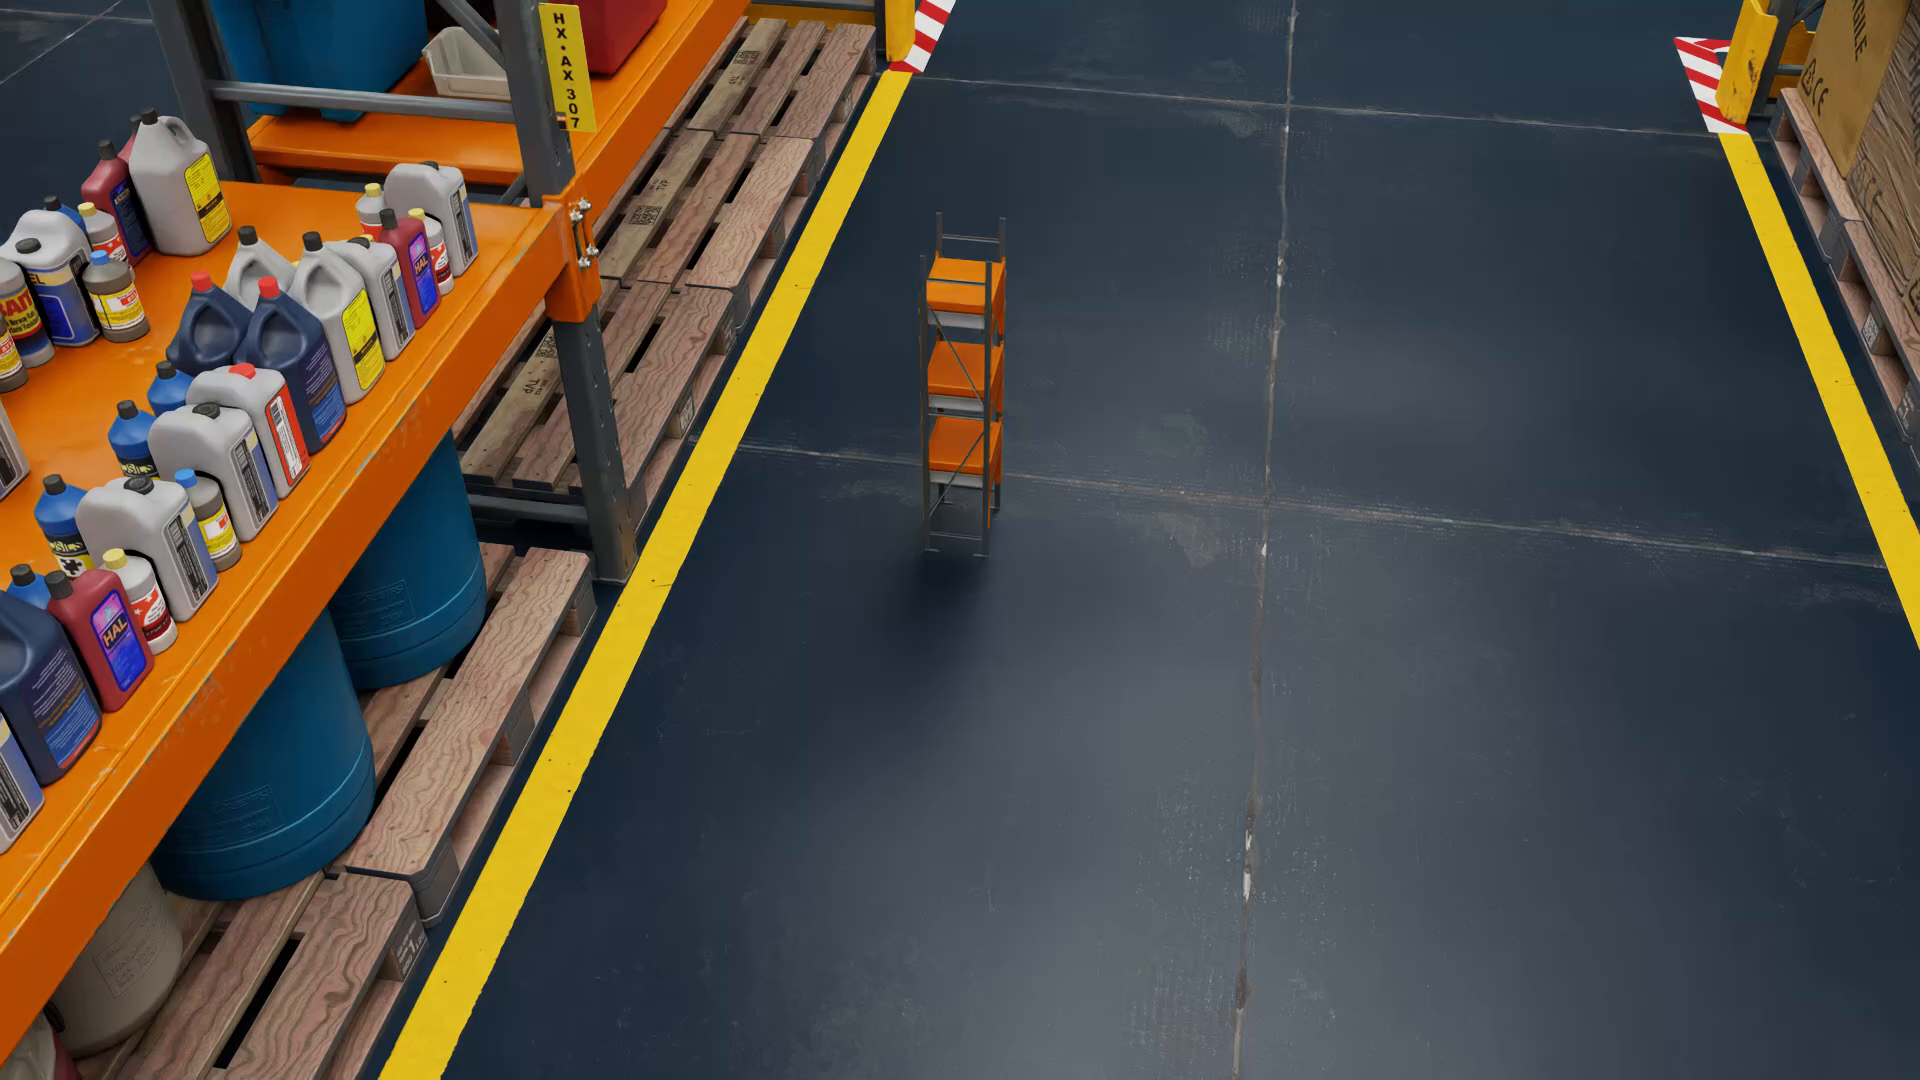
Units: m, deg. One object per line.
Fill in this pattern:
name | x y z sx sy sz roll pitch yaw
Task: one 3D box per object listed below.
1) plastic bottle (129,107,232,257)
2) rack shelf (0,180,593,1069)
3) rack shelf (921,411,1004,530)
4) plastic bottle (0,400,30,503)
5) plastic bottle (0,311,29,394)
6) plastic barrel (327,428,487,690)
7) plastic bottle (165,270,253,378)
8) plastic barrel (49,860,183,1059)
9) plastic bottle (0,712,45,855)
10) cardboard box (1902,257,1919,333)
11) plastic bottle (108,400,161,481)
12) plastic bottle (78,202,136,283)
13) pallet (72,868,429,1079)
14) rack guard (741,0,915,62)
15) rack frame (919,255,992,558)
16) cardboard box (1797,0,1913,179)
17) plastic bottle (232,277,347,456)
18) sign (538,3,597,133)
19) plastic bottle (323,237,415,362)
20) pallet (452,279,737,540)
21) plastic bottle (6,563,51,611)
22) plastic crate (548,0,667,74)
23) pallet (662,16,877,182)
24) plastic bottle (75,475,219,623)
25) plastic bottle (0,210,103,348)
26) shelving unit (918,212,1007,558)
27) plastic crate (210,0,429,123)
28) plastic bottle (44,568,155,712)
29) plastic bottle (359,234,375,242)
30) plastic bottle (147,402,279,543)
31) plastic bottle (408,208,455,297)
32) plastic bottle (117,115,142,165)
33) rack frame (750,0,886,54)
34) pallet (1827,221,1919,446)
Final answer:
plastic bottle | -1.888 -0.879 3.997 0.144 0.351 0.185 6 40 8
rack shelf | -1.847 0.424 2.947 1.077 0.370 4.000 6 40 8
rack shelf | 0.009 -0.216 5.140 0.215 0.259 0.240 6 40 8
plastic bottle | -1.967 -0.214 3.252 0.152 0.276 0.135 6 40 8
plastic bottle | -2.084 -0.423 3.563 0.097 0.201 0.097 0 40 0
plastic barrel | -1.612 -0.122 4.361 0.600 0.901 0.708 6 40 8
plastic bottle | -1.512 -0.376 3.390 0.144 0.351 0.185 6 40 8
plastic barrel | -1.920 0.817 3.530 0.421 0.512 0.421 0 40 0
plastic bottle | -1.560 0.344 2.578 0.152 0.276 0.135 6 40 8
cardboard box | 3.726 -0.875 5.293 0.875 0.875 0.875 6 40 8
plastic bottle | -1.551 -0.148 3.175 0.097 0.271 0.097 0 40 0
plastic bottle | -2.010 -0.690 3.887 0.097 0.201 0.097 0 40 0
pallet | -1.884 1.214 3.616 1.003 0.211 1.213 6 40 8
rack guard | -0.818 -2.672 8.089 1.175 0.500 0.348 6 40 8
rack frame | -0.012 -0.362 4.863 0.200 1.050 0.008 6 40 8
cardboard box | 4.037 -2.005 6.659 0.875 0.875 0.875 6 40 8
plastic bottle | -1.370 -0.360 3.370 0.144 0.351 0.185 6 40 8
sign | -0.960 -1.153 4.073 0.100 0.325 0.005 6 40 8
plastic bottle | -1.314 -0.548 3.656 0.152 0.276 0.135 6 40 8
pallet | -1.412 -0.499 5.688 1.003 0.211 1.213 6 40 8
plastic bottle | -1.541 0.153 2.812 0.097 0.271 0.097 0 40 0
plastic crate | -1.100 -1.689 4.841 0.402 0.464 0.583 6 40 8
pallet | -0.990 -2.031 7.540 1.003 0.211 1.213 6 40 8
plastic bottle | -1.465 -0.002 2.995 0.152 0.276 0.135 6 40 8
plastic bottle | -2.020 -0.582 3.698 0.152 0.276 0.135 6 40 8
shelving unit | 0.009 -0.438 4.956 0.215 1.050 0.252 6 40 8
plastic crate | -1.756 -1.456 4.622 0.392 0.384 0.575 6 40 8
plastic bottle | -1.460 0.146 2.811 0.061 0.283 0.133 6 40 8
plastic bottle | -1.327 -0.596 3.773 0.097 0.201 0.097 0 40 0
plastic bottle | -1.425 -0.147 3.171 0.152 0.276 0.135 6 40 8
plastic bottle | -1.244 -0.673 3.866 0.097 0.201 0.097 0 40 0
plastic bottle | -1.985 -0.880 4.052 0.061 0.283 0.133 6 40 8
rack frame | -0.809 -3.619 7.273 1.000 3.000 0.127 6 40 8
pallet | 3.795 -0.724 5.960 1.003 0.211 1.213 6 40 8
